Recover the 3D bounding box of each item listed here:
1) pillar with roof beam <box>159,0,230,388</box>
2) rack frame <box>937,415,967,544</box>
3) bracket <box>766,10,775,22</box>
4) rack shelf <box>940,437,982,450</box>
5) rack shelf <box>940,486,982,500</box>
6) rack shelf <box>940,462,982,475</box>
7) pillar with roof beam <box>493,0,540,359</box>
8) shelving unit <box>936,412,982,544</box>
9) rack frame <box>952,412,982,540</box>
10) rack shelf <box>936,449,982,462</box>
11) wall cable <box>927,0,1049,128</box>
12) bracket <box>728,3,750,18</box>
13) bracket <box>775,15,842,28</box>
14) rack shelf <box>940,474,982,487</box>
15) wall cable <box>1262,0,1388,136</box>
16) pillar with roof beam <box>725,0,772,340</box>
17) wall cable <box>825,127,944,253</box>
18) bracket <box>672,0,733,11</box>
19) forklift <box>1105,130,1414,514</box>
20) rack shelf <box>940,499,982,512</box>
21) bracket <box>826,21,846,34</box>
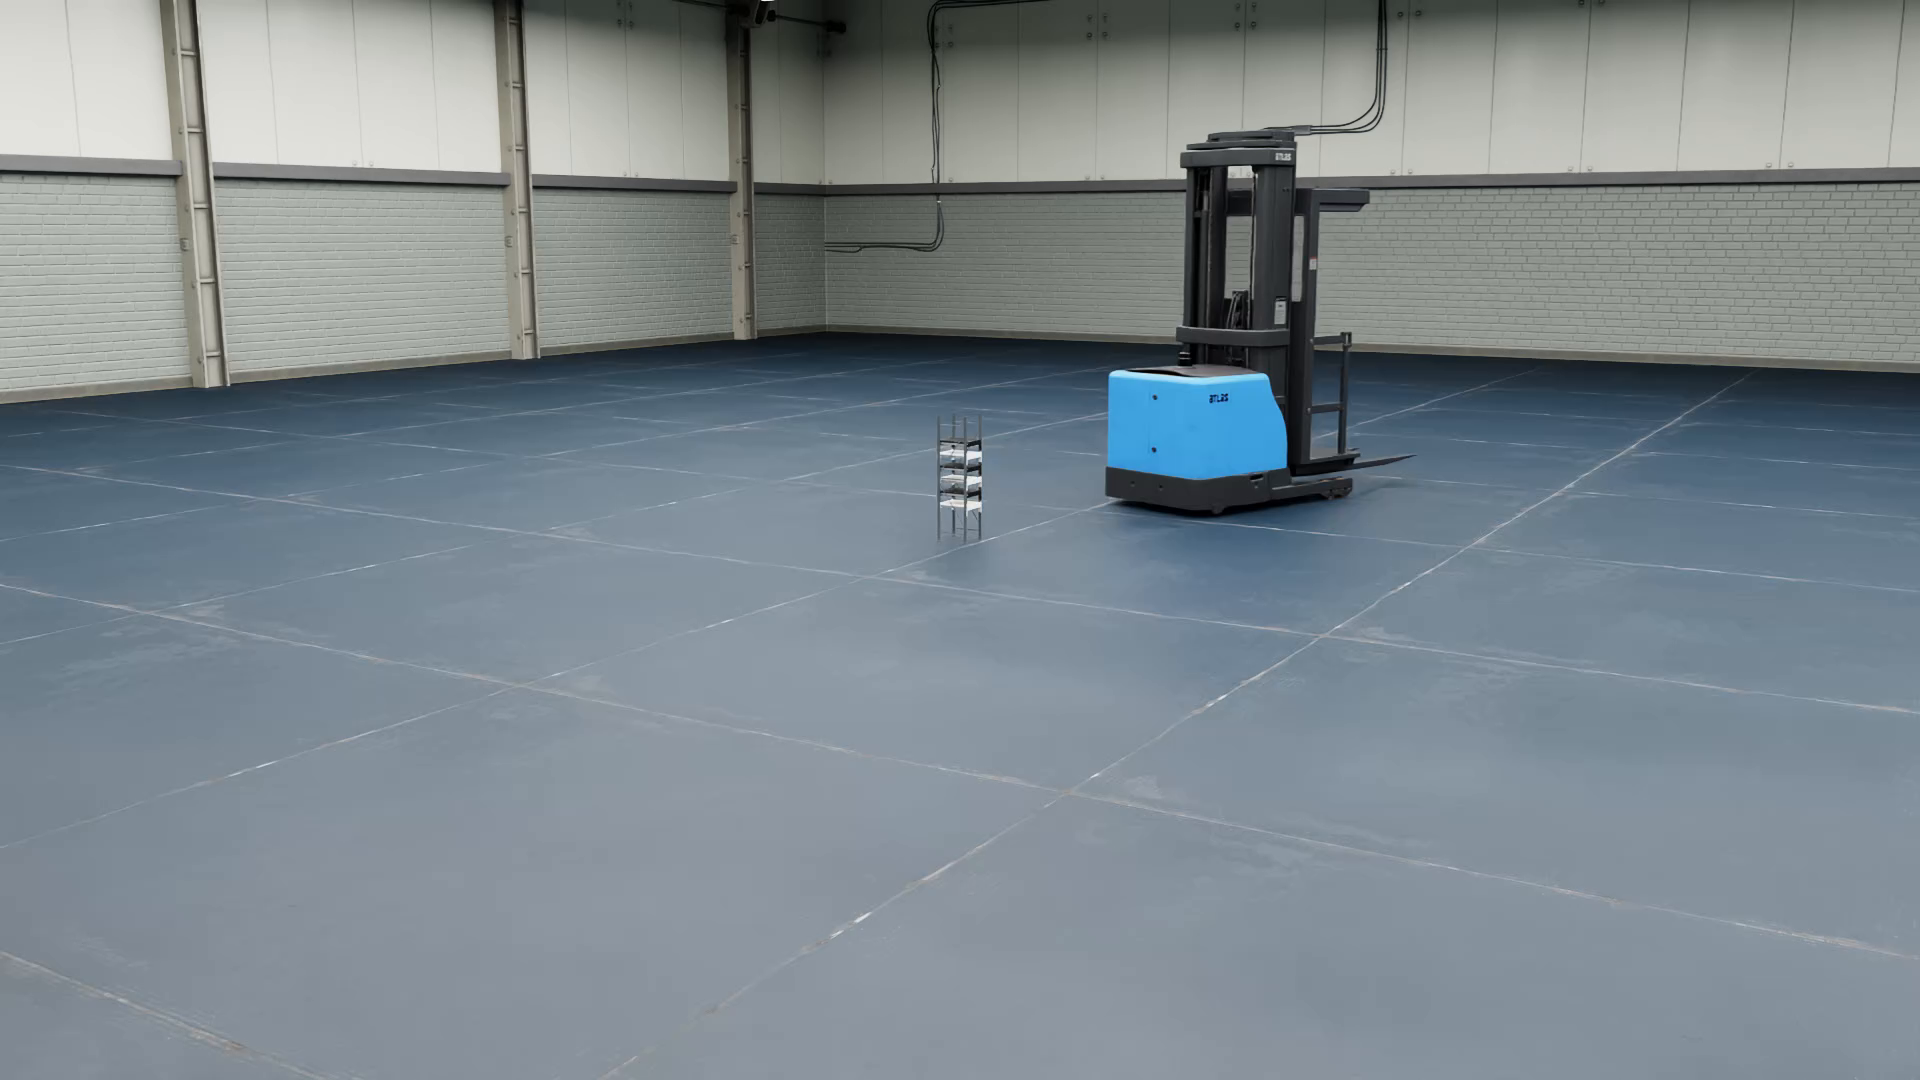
[{"bbox_3d":[-6.881,-6.181,20.429,9.100,9.000,0.400,6,12,31],"label":"pillar with roof beam"},{"bbox_3d":[-0.057,-0.425,11.694,0.240,0.900,0.006,6,12,31],"label":"rack frame"},{"bbox_3d":[-3.811,-10.280,32.544,0.235,0.232,0.430,6,12,31],"label":"bracket"},{"bbox_3d":[-0.004,-0.674,11.736,0.258,0.077,0.200,6,12,31],"label":"rack shelf"},{"bbox_3d":[-0.004,-0.320,11.802,0.258,0.077,0.200,6,12,31],"label":"rack shelf"},{"bbox_3d":[-0.004,-0.497,11.769,0.258,0.077,0.200,6,12,31],"label":"rack shelf"},{"bbox_3d":[-3.766,-7.124,25.470,9.100,9.000,0.400,6,12,31],"label":"pillar with roof beam"},{"bbox_3d":[-0.004,-0.441,11.779,0.258,0.900,0.210,6,12,31],"label":"shelving unit"},{"bbox_3d":[0.049,-0.457,11.864,0.240,0.900,0.006,6,12,31],"label":"rack frame"},{"bbox_3d":[-0.004,-0.585,11.752,0.258,0.077,0.200,6,12,31],"label":"rack shelf"},{"bbox_3d":[0.641,-9.514,32.948,3.097,2.526,0.112,6,12,31],"label":"wall cable"},{"bbox_3d":[-4.242,-10.149,31.846,0.235,0.232,0.430,6,12,31],"label":"bracket"},{"bbox_3d":[-2.888,-10.560,34.038,0.076,0.066,3.189,6,12,31],"label":"bracket"},{"bbox_3d":[-0.004,-0.408,11.785,0.258,0.077,0.200,6,12,31],"label":"rack shelf"},{"bbox_3d":[6.435,-9.579,29.336,2.305,6.003,0.169,6,12,31],"label":"wall cable"},{"bbox_3d":[-0.651,-8.068,30.510,9.100,9.000,0.548,6,12,31],"label":"pillar with roof beam"},{"bbox_3d":[-1.671,-7.290,34.793,3.097,2.526,0.112,6,12,31],"label":"wall cable"},{"bbox_3d":[-5.580,-9.744,29.682,0.076,0.066,4.783,6,12,31],"label":"bracket"},{"bbox_3d":[2.626,-1.837,13.718,3.031,2.935,1.130,-9,14,-39],"label":"forklift"},{"bbox_3d":[-0.004,-0.231,11.818,0.258,0.077,0.200,6,12,31],"label":"rack shelf"},{"bbox_3d":[-2.581,-10.653,34.534,0.235,0.232,0.430,6,12,31],"label":"bracket"}]
